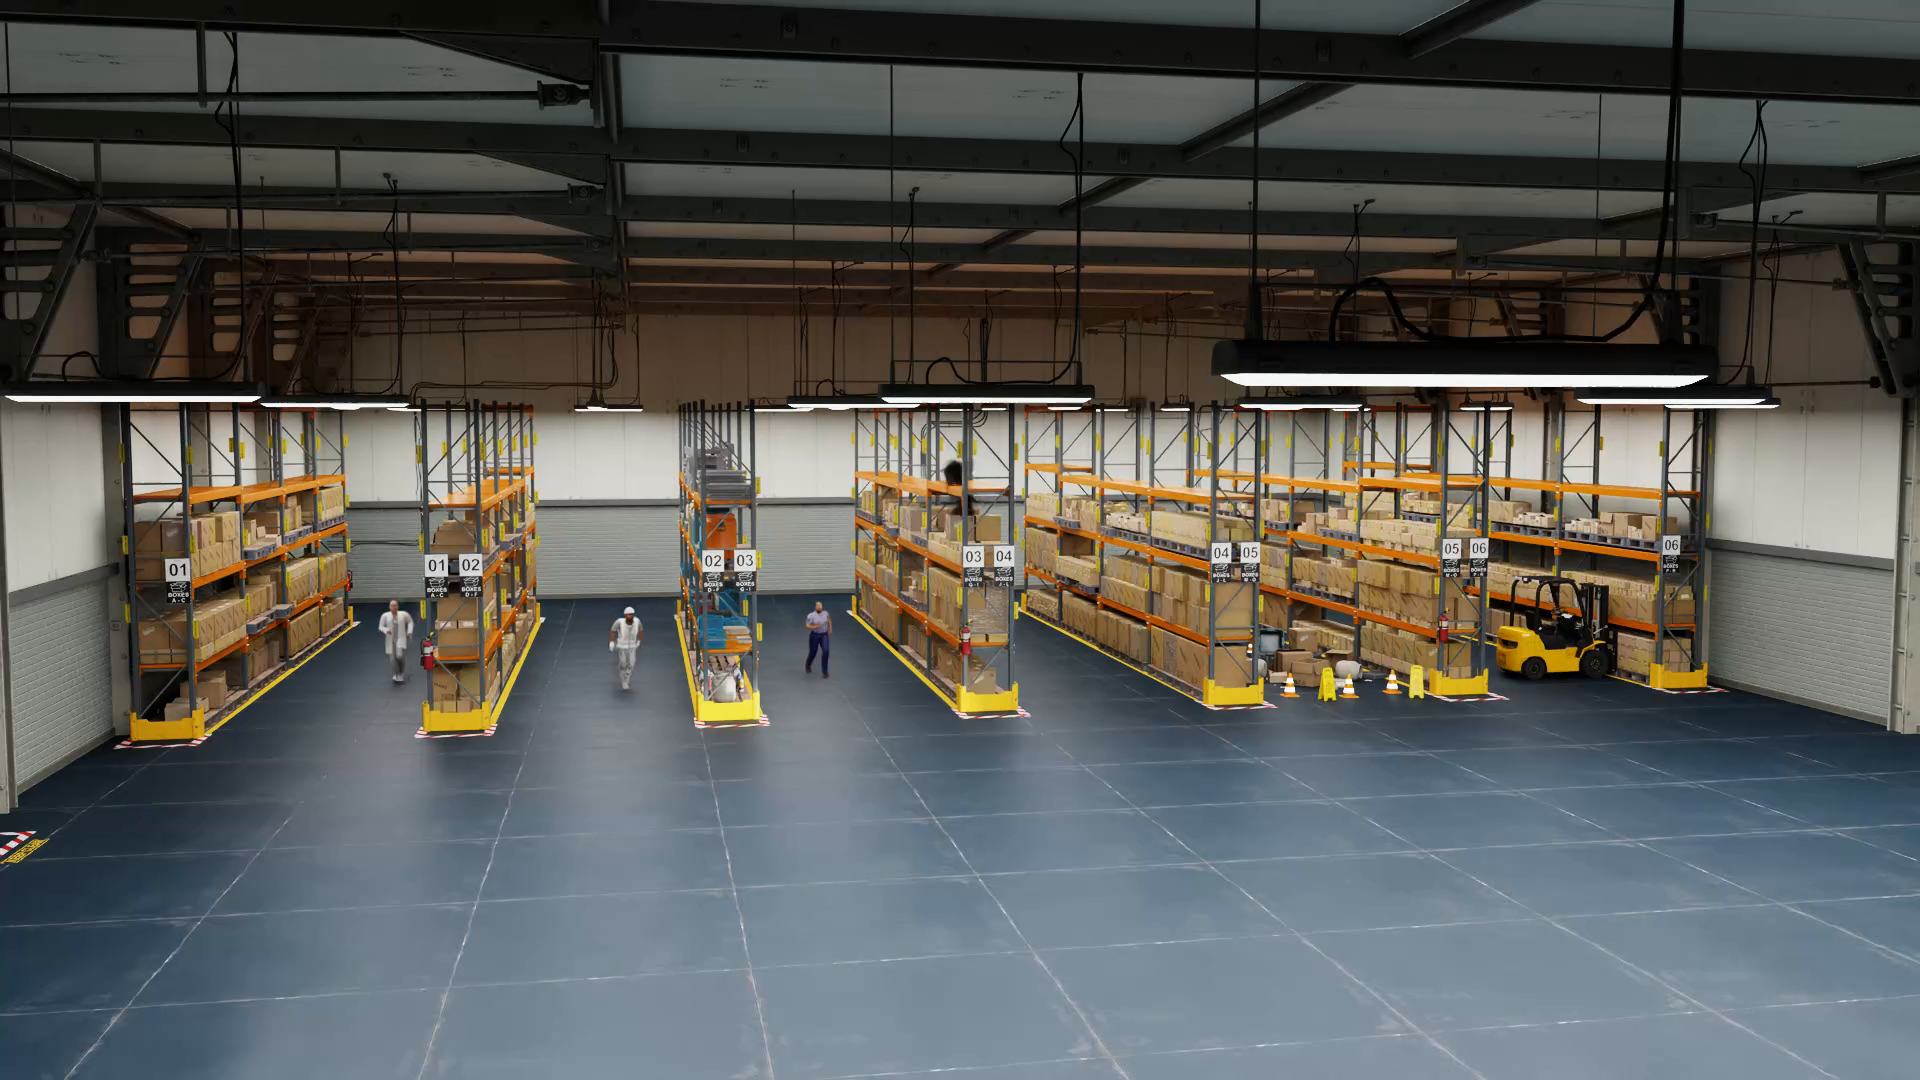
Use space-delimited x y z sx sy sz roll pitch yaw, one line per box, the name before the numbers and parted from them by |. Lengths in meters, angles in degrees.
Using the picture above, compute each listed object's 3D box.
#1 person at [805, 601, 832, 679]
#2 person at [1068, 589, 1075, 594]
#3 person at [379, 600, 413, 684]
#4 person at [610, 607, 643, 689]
person | -3.100 2.169 36.391 0.604 1.678 0.902 -1 5 -18
person | 3.489 1.106 49.552 0.975 1.752 0.744 3 5 37
person | -12.018 2.172 35.403 0.654 1.780 0.829 -1 4 -10
person | -6.985 2.244 34.841 0.678 1.710 0.696 -2 5 -28
